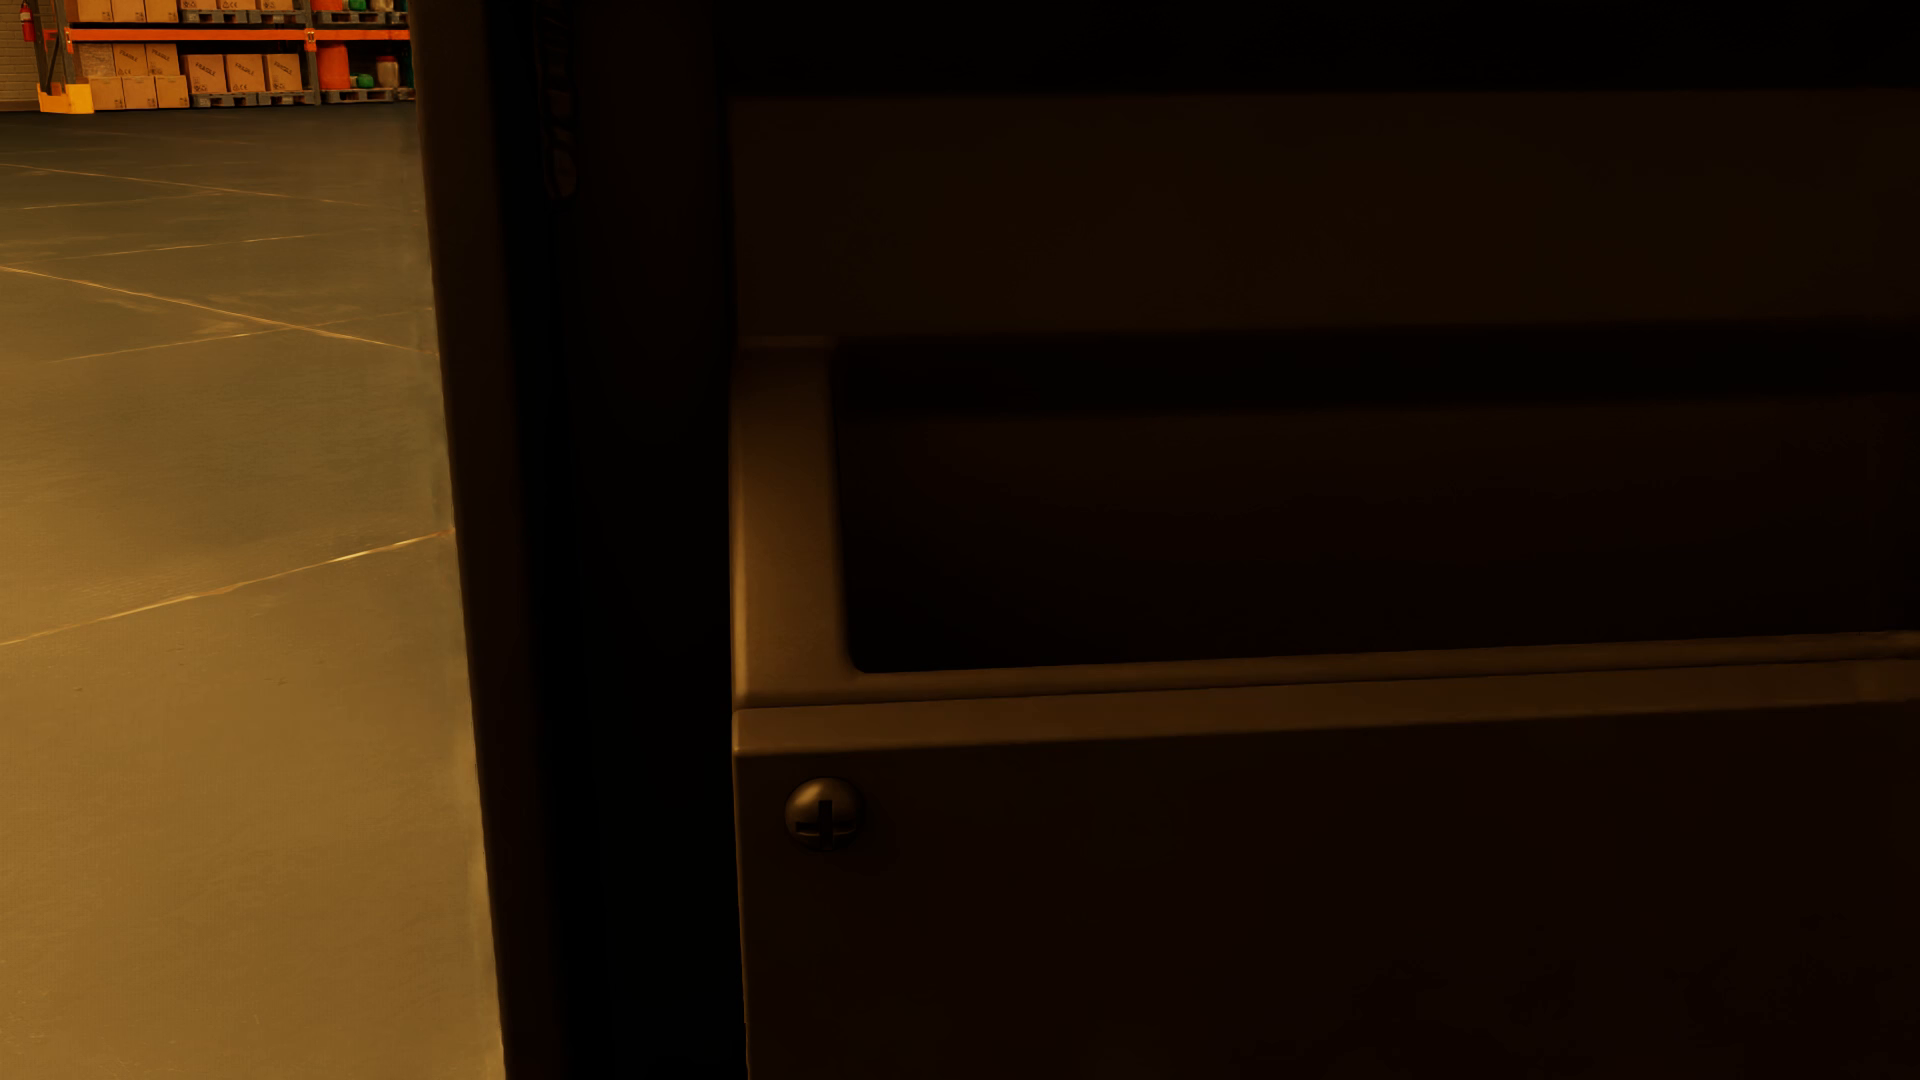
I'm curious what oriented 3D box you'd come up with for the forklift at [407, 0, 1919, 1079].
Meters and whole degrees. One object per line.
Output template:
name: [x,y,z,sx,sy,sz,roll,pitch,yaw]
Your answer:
forklift: [0.425,-0.391,0.184,1.130,2.935,3.031,-2,17,-6]
